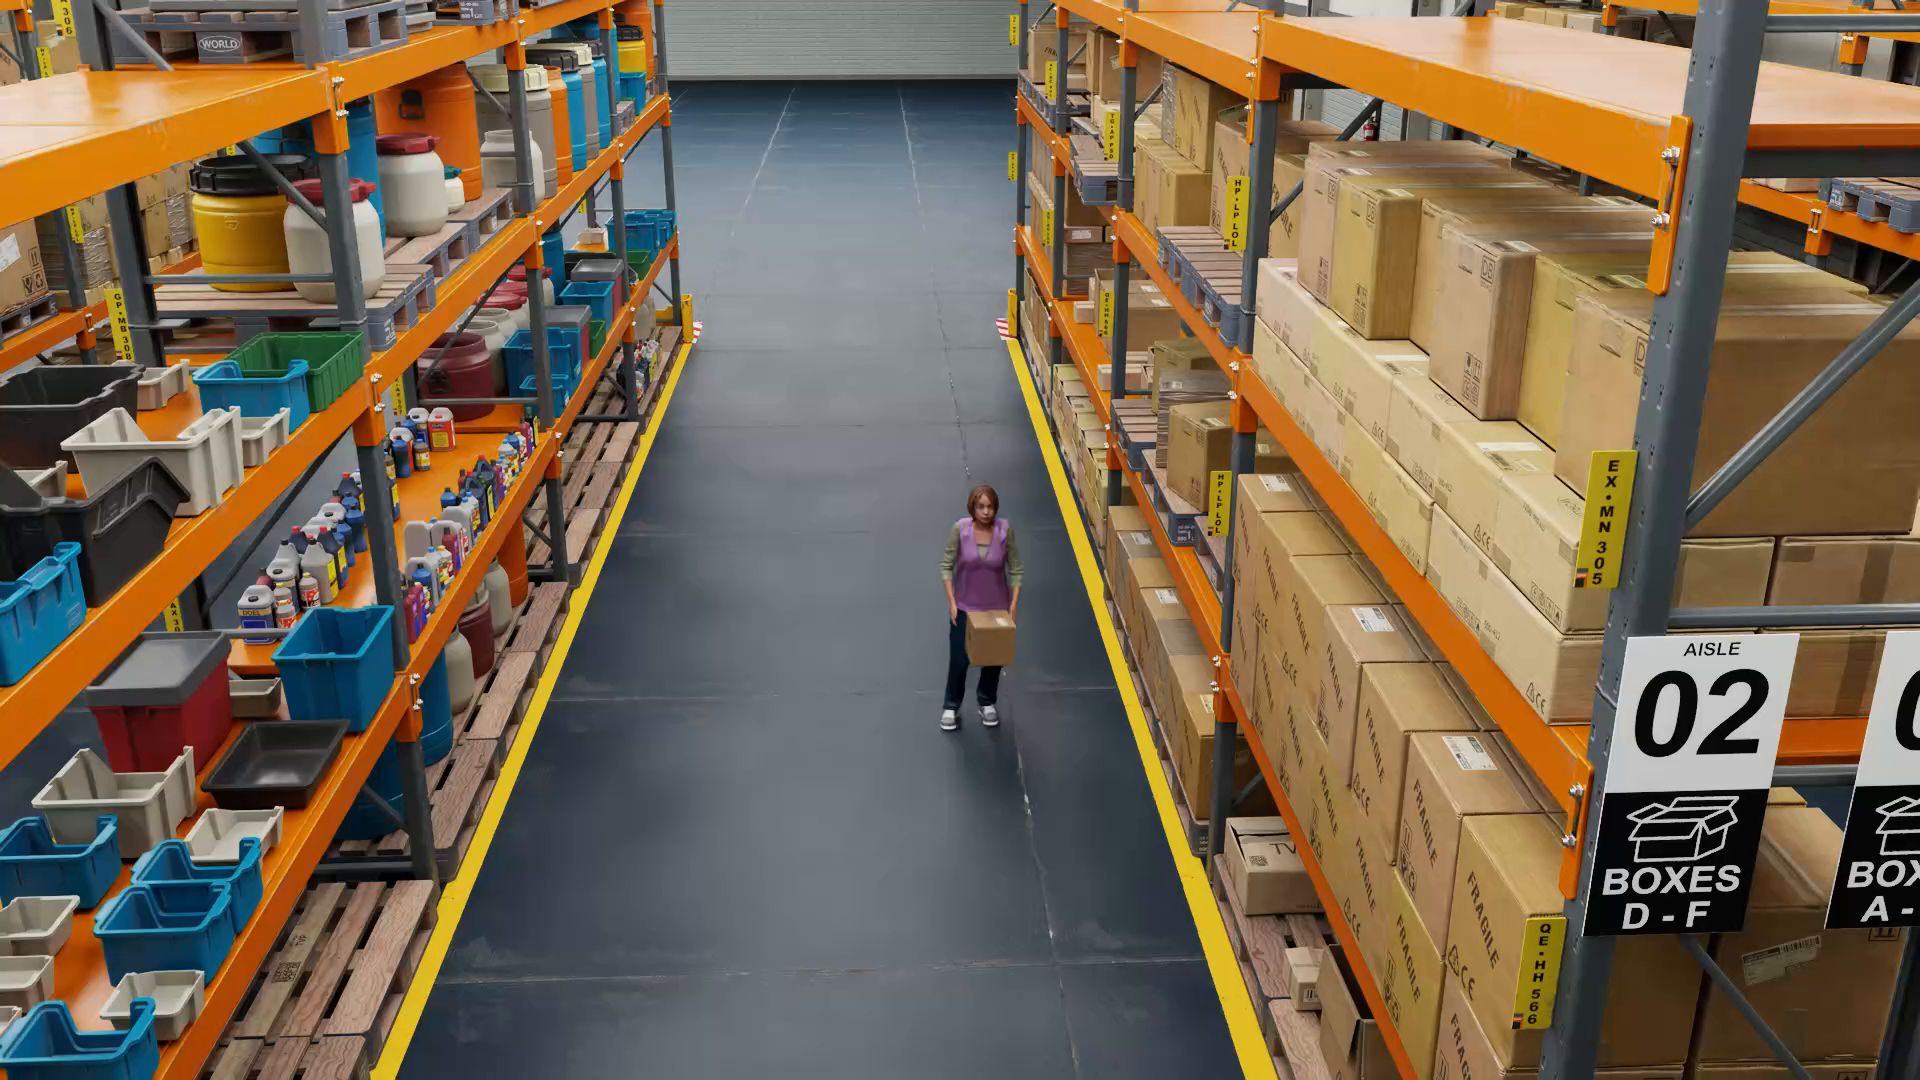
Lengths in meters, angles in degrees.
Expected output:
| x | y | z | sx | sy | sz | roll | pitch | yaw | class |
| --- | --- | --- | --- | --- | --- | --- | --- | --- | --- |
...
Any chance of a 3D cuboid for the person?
| x | y | z | sx | sy | sz | roll | pitch | yaw | class |
| --- | --- | --- | --- | --- | --- | --- | --- | --- | --- |
| 0.130 | 0.406 | 10.048 | 0.513 | 1.574 | 0.429 | -2 | 21 | -5 | person |
